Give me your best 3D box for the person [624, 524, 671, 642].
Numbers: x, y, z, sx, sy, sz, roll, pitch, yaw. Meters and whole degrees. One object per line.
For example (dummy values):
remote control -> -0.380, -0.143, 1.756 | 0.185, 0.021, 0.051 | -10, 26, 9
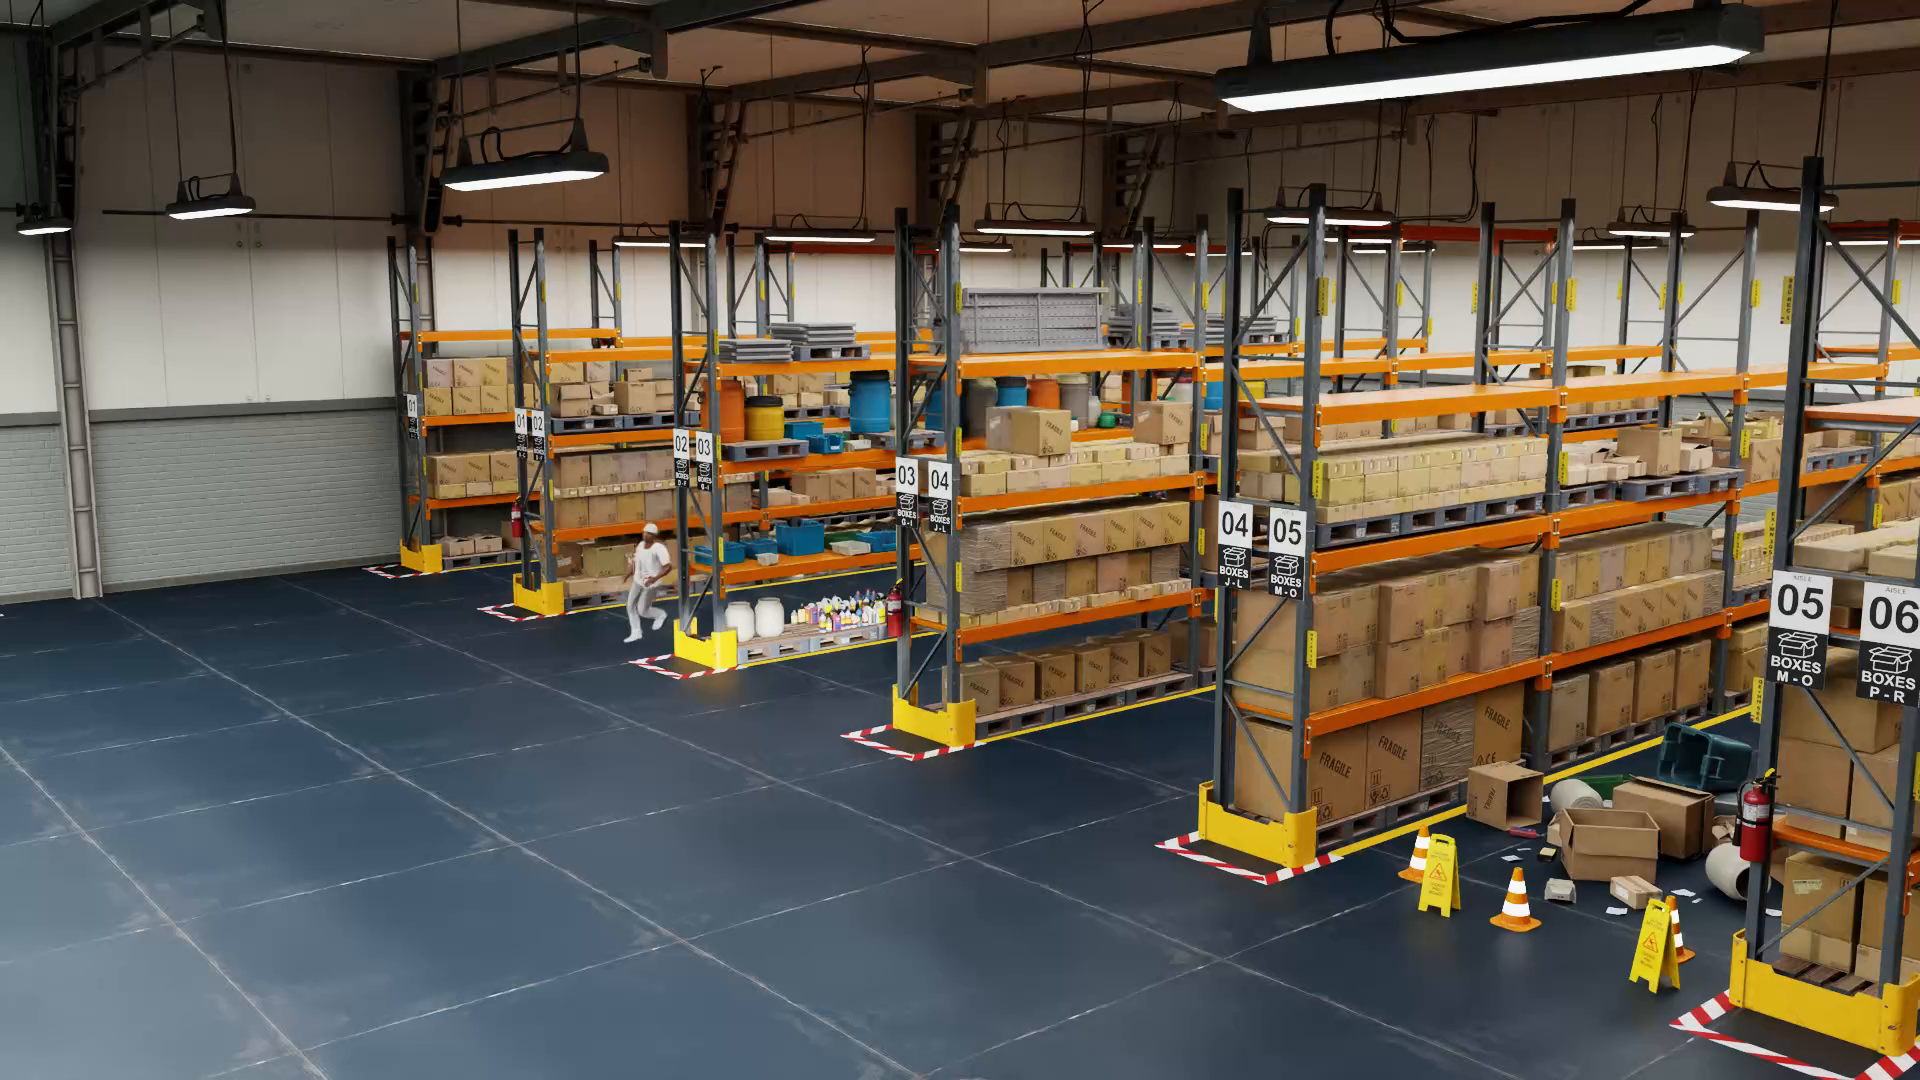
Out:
person -> -4.469, 0.609, 23.949 | 0.743, 1.731, 0.691 | 6, 11, 35
